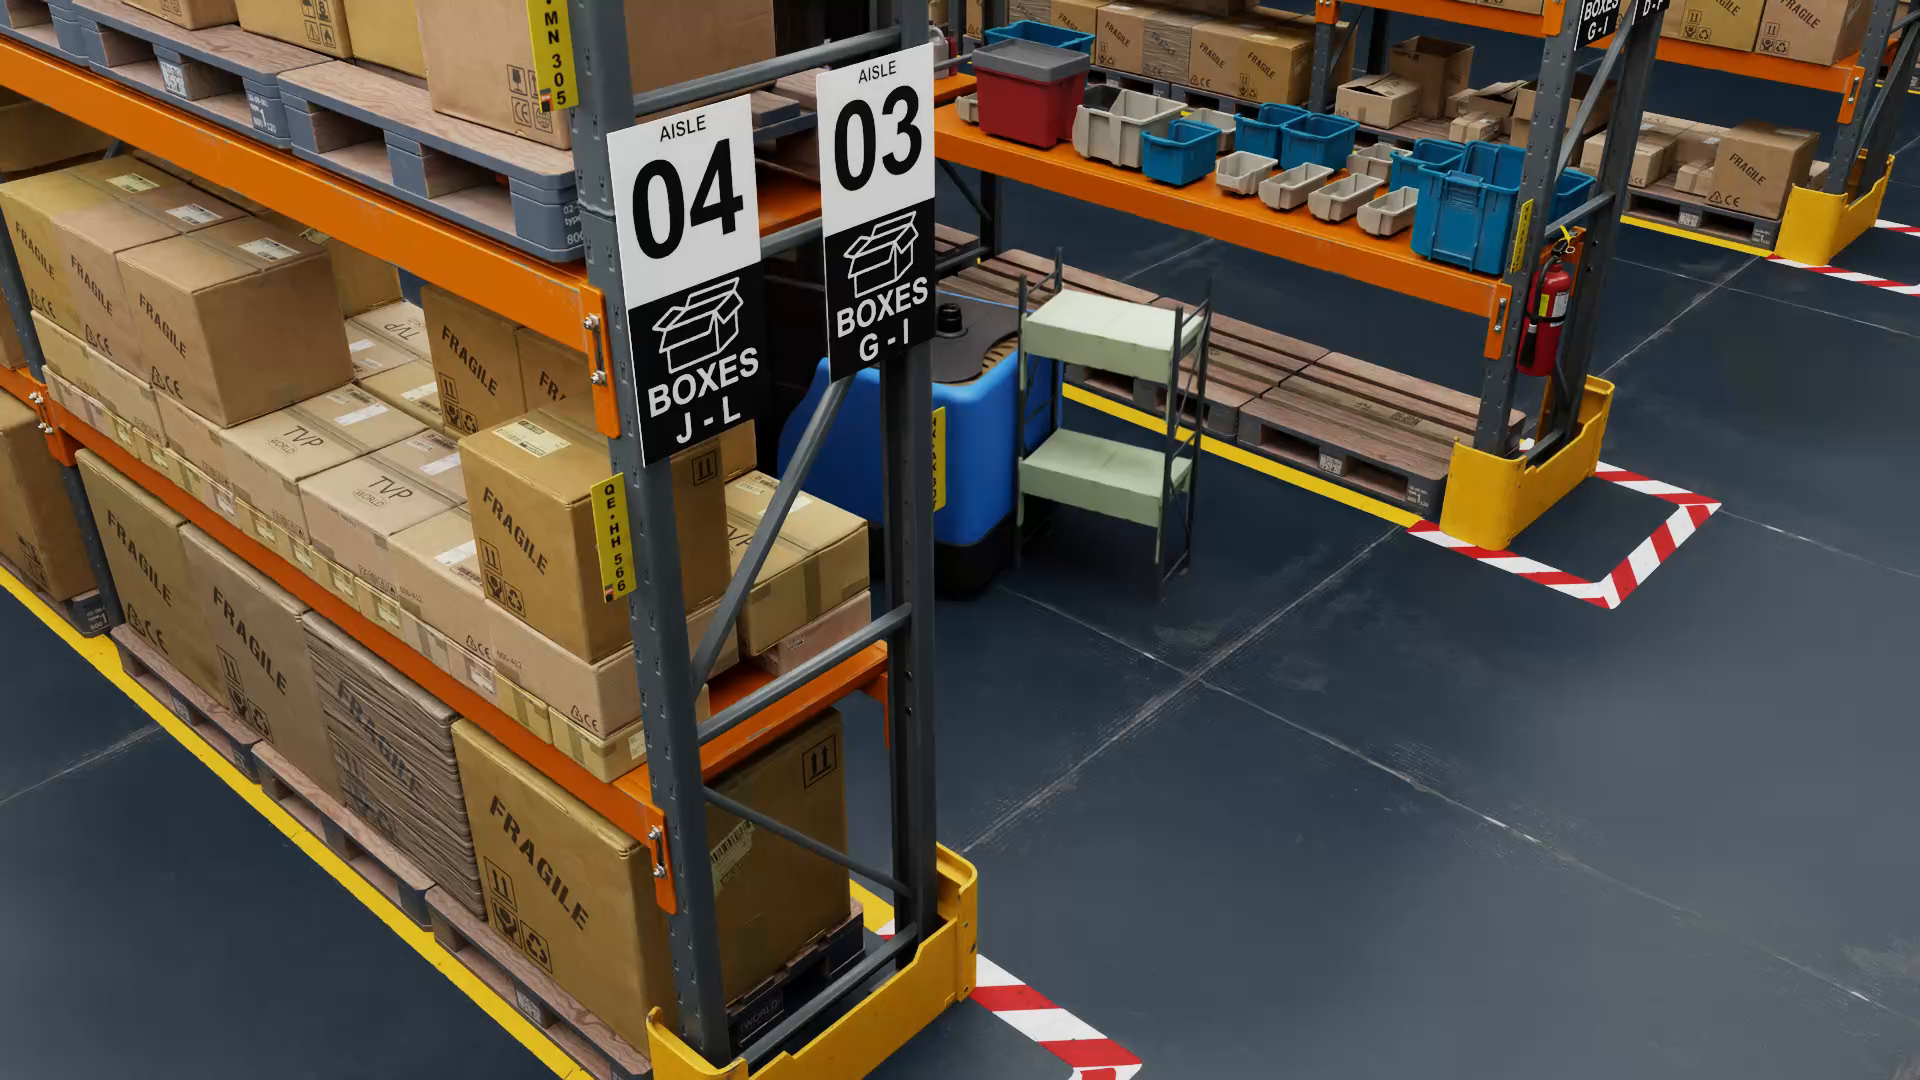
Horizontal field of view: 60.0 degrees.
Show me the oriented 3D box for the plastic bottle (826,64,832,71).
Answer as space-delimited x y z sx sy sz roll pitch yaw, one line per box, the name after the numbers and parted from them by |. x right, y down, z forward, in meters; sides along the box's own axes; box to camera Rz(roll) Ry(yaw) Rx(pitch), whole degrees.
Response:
-0.807 -2.912 10.292 0.133 0.283 0.061 25 39 35 | plastic bottle

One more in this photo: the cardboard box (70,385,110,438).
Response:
-3.229 -0.565 6.523 0.250 0.149 0.380 24 38 34 | cardboard box

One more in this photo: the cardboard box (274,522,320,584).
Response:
-2.072 -0.027 5.630 0.250 0.149 0.380 26 40 36 | cardboard box

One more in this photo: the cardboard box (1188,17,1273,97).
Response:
2.311 -4.133 14.203 0.500 0.500 0.500 25 39 35 | cardboard box

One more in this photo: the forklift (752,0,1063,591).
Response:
-1.029 -1.551 7.984 3.031 2.935 1.130 16 34 24 | forklift

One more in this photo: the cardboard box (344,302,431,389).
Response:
-2.152 -0.649 6.276 0.500 0.250 0.500 26 40 36 | cardboard box

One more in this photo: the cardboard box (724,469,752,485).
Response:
-1.018 -0.118 5.395 0.500 0.250 0.500 24 39 35 | cardboard box

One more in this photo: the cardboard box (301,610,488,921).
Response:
-1.657 0.616 5.971 0.875 0.875 0.875 25 39 35 | cardboard box

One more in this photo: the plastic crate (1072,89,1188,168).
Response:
0.912 -2.263 9.157 0.530 0.282 0.437 25 39 35 | plastic crate

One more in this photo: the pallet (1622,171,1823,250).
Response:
5.548 -2.502 12.202 1.213 0.211 1.003 25 39 35 | pallet

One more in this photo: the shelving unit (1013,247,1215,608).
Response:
0.685 -0.509 7.641 0.755 1.500 0.431 16 34 24 | shelving unit

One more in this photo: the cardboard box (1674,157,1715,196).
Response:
5.388 -2.638 12.045 0.250 0.166 0.380 25 39 35 | cardboard box

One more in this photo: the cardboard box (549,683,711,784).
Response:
-0.939 0.502 4.751 0.250 0.149 0.380 26 40 36 | cardboard box

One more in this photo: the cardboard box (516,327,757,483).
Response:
-0.999 -0.435 5.194 0.500 0.500 0.500 24 38 34 | cardboard box

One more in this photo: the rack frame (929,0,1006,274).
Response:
-0.096 -2.887 10.137 0.127 3.000 1.000 25 39 35 | rack frame

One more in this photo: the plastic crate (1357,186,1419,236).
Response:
2.144 -1.628 8.243 0.243 0.136 0.396 25 39 35 | plastic crate

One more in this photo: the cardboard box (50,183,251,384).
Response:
-2.876 -0.940 6.033 0.500 0.500 0.500 25 39 35 | cardboard box

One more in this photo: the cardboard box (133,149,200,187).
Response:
-2.899 -1.320 6.665 0.500 0.500 0.500 26 40 36 | cardboard box

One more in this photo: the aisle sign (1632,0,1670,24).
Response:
3.122 -2.705 7.314 0.004 0.787 0.394 25 39 35 | aisle sign

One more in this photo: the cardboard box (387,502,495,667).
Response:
-1.367 0.086 5.055 0.500 0.250 0.500 24 39 34 | cardboard box

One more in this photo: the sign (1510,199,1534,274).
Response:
2.513 -1.356 7.436 0.005 0.325 0.100 25 39 35 | sign

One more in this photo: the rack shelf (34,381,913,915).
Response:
-1.937 0.008 6.026 4.000 0.370 1.077 25 39 35 | rack shelf

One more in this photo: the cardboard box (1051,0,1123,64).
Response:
1.171 -4.660 15.080 0.500 0.500 0.500 24 39 34 | cardboard box

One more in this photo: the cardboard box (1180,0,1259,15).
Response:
2.294 -4.825 14.627 0.500 0.250 0.500 25 39 35 | cardboard box

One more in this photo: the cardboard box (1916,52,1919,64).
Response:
8.931 -4.604 15.005 0.500 0.500 0.700 25 39 35 | cardboard box

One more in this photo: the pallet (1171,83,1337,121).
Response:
2.602 -3.852 14.444 1.213 0.211 1.003 25 39 35 | pallet

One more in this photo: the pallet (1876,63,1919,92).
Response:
8.872 -4.343 15.259 1.213 0.211 1.003 25 39 35 | pallet

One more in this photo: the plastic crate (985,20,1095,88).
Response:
0.479 -2.874 10.074 0.575 0.384 0.392 25 39 35 | plastic crate

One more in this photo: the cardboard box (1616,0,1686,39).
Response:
4.928 -3.842 11.627 0.500 0.500 0.500 25 39 35 | cardboard box

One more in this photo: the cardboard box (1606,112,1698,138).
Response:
5.242 -3.048 12.645 0.500 0.250 0.500 25 39 35 | cardboard box

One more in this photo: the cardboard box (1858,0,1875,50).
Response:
6.044 -3.692 11.378 0.500 0.500 0.500 26 40 36 | cardboard box

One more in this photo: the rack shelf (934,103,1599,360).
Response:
1.387 -1.886 9.172 4.000 0.370 1.077 25 39 35 | rack shelf

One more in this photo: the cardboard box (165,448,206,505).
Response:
-2.647 -0.295 6.075 0.250 0.149 0.380 24 39 34 | cardboard box

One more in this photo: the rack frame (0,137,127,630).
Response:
-3.420 -0.993 6.991 0.127 3.000 1.000 25 39 35 | rack frame

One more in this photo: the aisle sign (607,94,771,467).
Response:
-0.602 -0.582 3.789 0.004 0.787 0.394 25 39 35 | aisle sign

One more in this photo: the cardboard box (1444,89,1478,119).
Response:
4.162 -3.551 13.578 0.250 0.149 0.380 25 39 35 | cardboard box

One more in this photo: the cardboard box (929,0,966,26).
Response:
-0.289 -5.255 16.329 0.500 0.250 0.500 26 40 36 | cardboard box

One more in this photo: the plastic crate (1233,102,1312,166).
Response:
1.709 -2.227 9.145 0.300 0.233 0.416 25 39 35 | plastic crate

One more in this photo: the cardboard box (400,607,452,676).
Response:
-1.503 0.238 5.190 0.250 0.149 0.380 26 40 36 | cardboard box

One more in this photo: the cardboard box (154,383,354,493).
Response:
-2.494 -0.442 5.933 0.500 0.250 0.500 26 40 36 | cardboard box

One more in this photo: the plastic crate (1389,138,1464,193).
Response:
2.419 -1.895 8.594 0.300 0.233 0.416 25 39 35 | plastic crate

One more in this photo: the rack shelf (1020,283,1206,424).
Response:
0.685 -0.843 7.439 0.720 0.370 0.431 16 34 24 | rack shelf

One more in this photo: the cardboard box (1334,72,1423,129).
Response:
3.397 -3.588 13.482 0.500 0.311 0.500 25 39 35 | cardboard box

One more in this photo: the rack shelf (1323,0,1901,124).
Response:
4.713 -3.779 12.317 4.000 0.370 1.077 25 39 35 | rack shelf

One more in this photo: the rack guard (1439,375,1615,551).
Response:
2.896 -0.428 8.476 0.348 0.500 1.175 25 39 35 | rack guard

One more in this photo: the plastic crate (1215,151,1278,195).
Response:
1.484 -1.916 8.722 0.250 0.136 0.298 25 39 35 | plastic crate

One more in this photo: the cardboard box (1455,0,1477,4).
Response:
3.807 -4.366 12.497 0.500 0.500 0.500 26 40 36 | cardboard box

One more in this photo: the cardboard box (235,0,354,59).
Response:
-1.628 -1.720 4.689 0.500 0.500 0.700 22 37 32 | cardboard box

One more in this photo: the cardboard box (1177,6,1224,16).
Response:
2.267 -4.514 14.837 0.500 0.500 0.500 26 39 36 | cardboard box

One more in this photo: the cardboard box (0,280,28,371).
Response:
-3.950 -1.093 7.060 0.500 0.500 0.500 25 39 35 | cardboard box

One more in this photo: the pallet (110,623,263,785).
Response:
-2.908 0.495 7.223 1.213 0.211 1.003 25 39 35 | pallet

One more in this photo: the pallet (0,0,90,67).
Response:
-2.820 -1.953 5.763 1.213 0.211 1.003 25 39 35 | pallet

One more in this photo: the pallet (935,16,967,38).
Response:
-0.319 -5.269 16.798 1.213 0.211 1.003 25 39 35 | pallet

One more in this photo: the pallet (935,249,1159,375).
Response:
0.475 -1.452 10.458 1.213 0.211 1.003 25 39 35 | pallet
